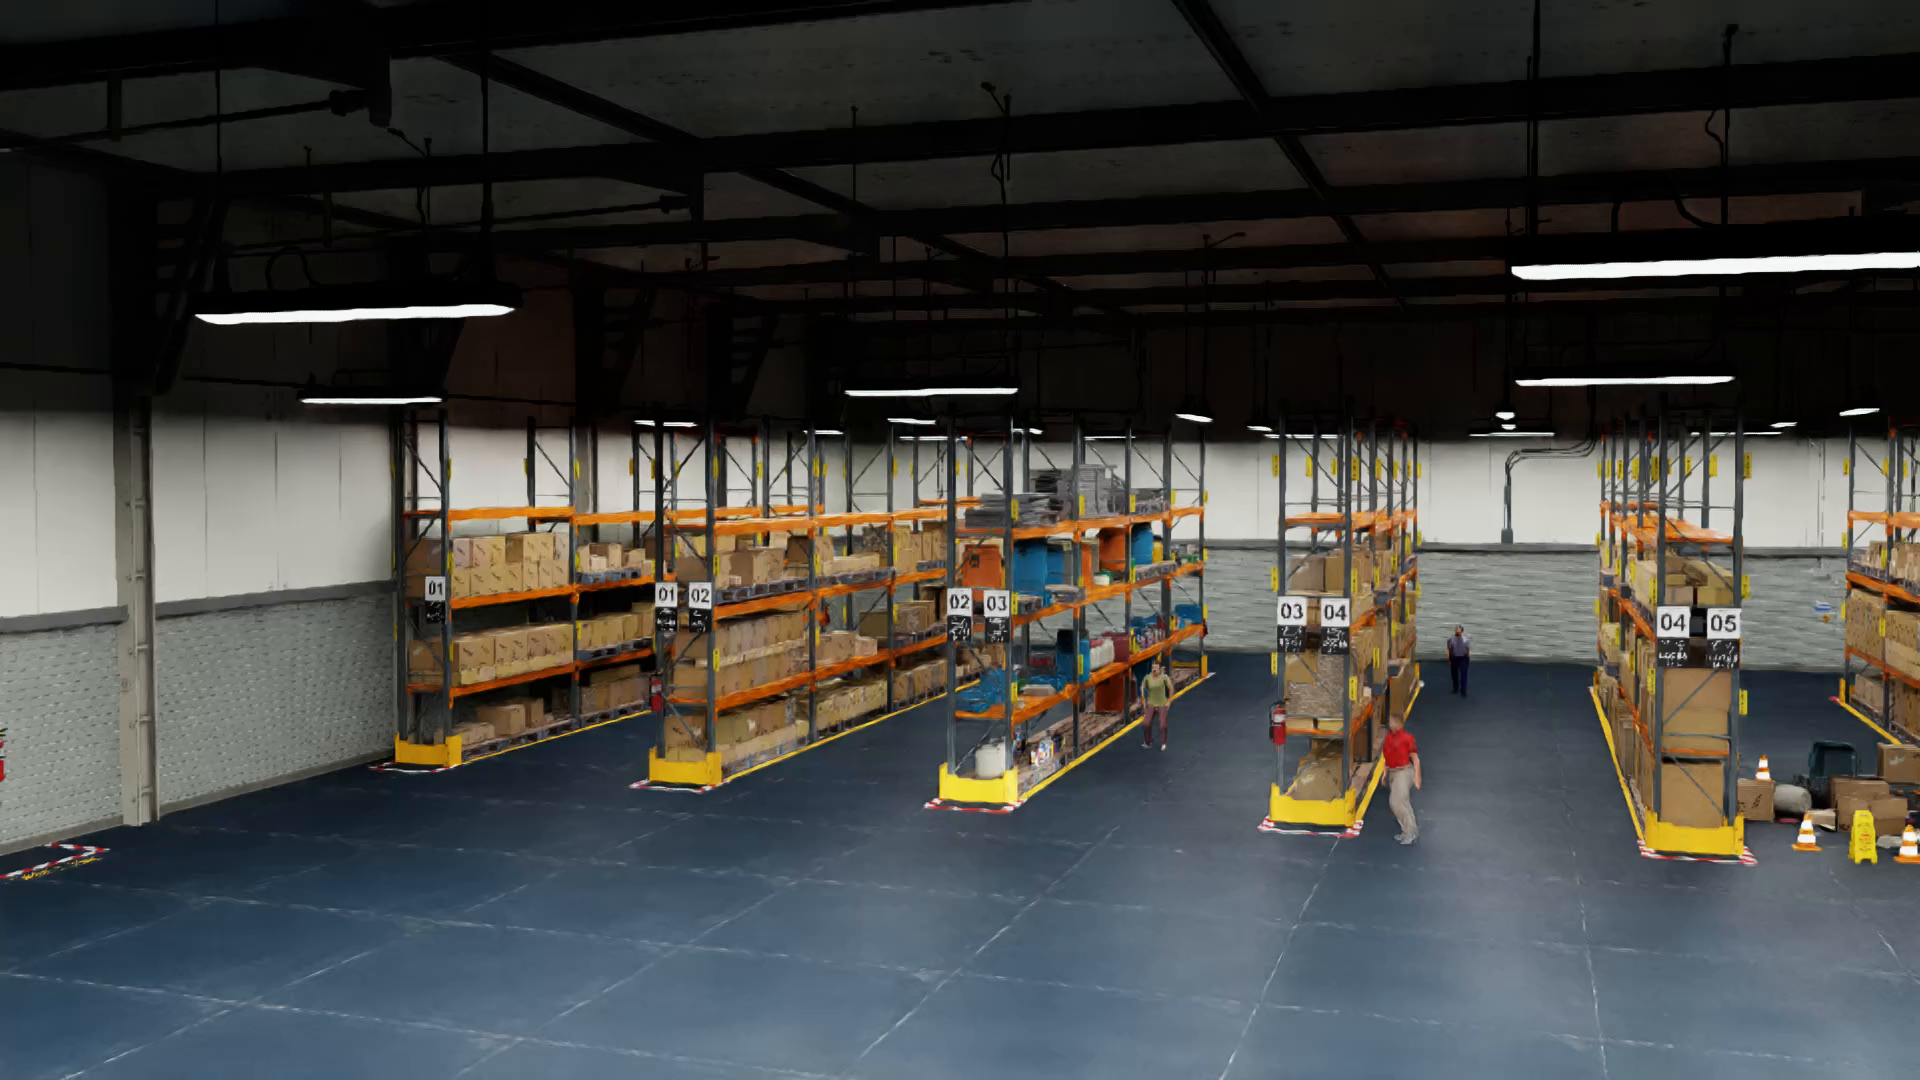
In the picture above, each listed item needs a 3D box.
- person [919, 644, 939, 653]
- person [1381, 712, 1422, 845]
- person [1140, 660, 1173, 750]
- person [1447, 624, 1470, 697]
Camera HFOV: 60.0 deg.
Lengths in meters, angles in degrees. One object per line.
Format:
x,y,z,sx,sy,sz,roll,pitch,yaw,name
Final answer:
-0.840,2.195,45.267,0.581,1.700,1.193,1,3,16,person
5.926,3.173,22.323,0.483,1.712,0.659,-1,3,-14,person
3.501,2.929,29.612,0.598,1.619,0.507,1,3,17,person
10.983,2.633,36.674,0.479,1.567,1.090,1,3,21,person
